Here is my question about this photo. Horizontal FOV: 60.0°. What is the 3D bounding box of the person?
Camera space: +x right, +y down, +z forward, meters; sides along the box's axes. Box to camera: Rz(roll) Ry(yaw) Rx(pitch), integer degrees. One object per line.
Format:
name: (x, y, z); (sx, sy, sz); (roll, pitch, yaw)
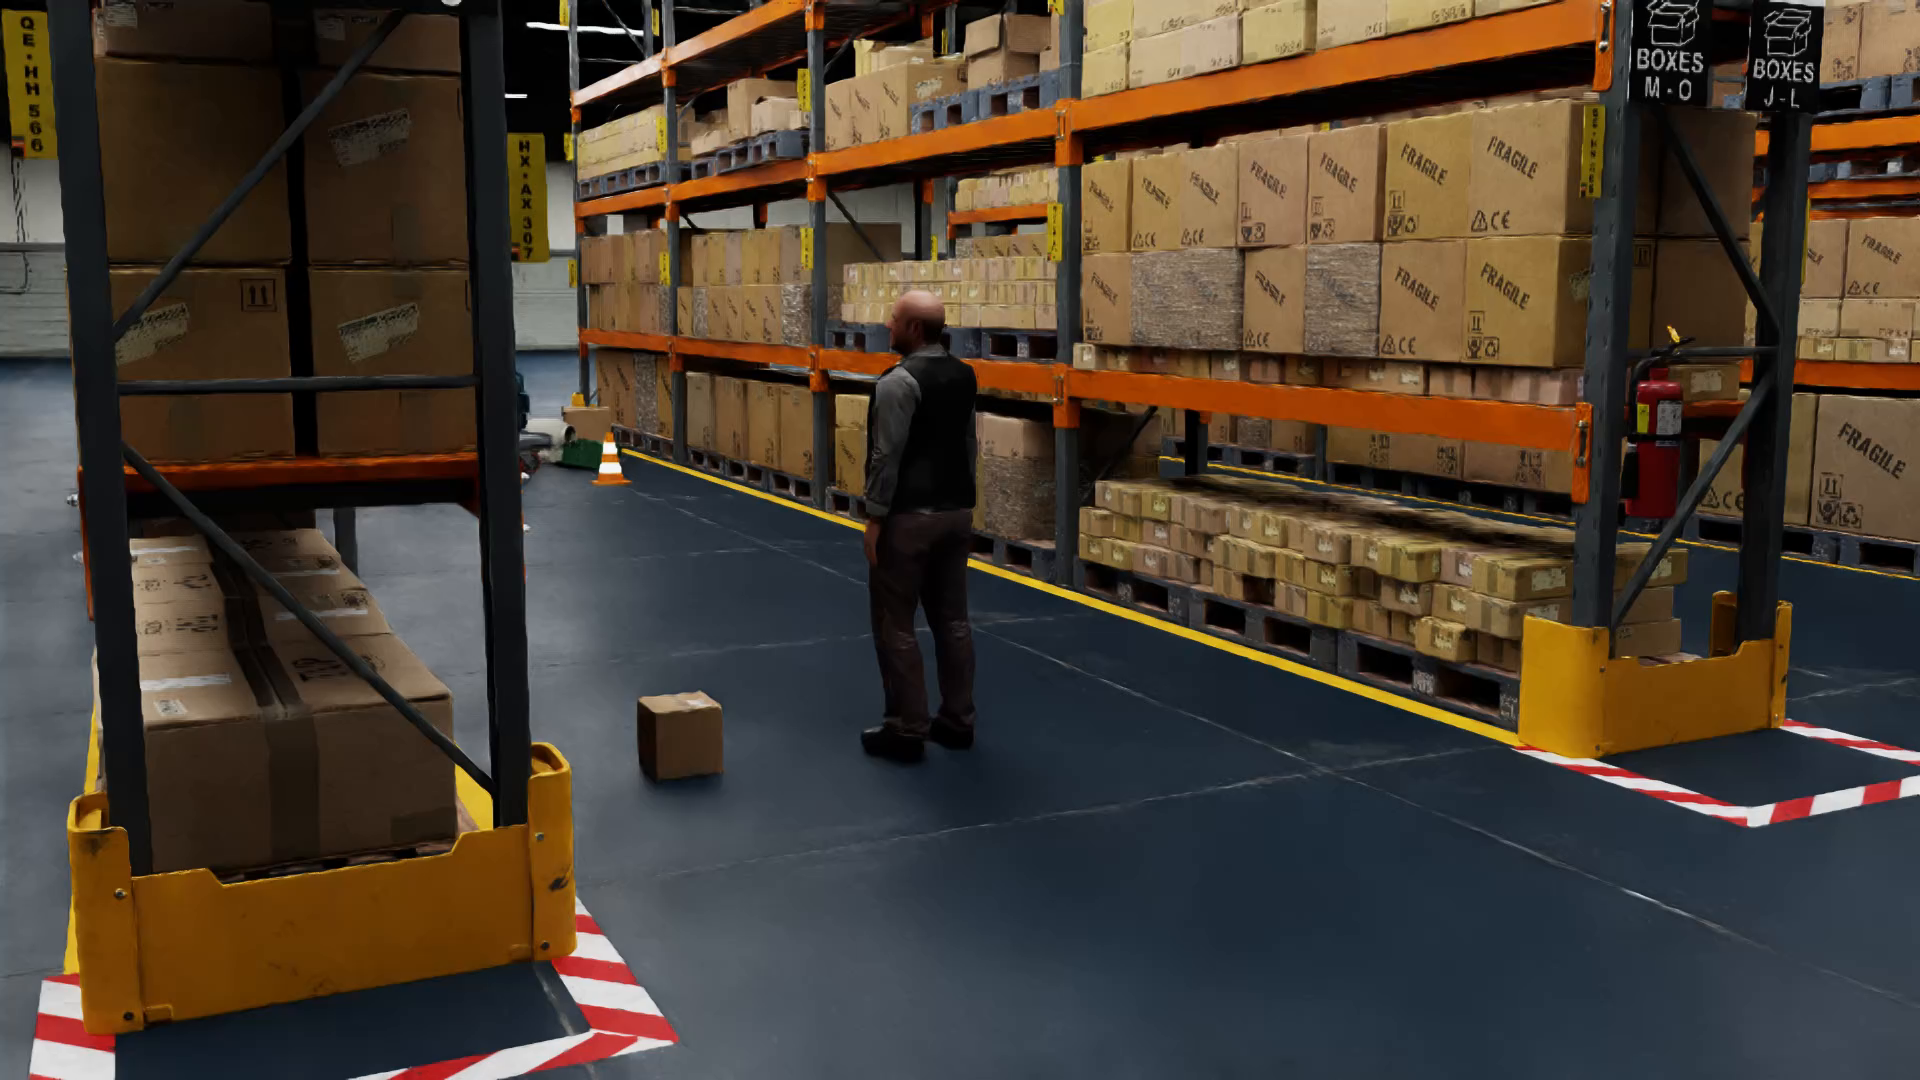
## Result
person: (-0.152, -0.069, 6.257); (0.375, 1.724, 0.543); (7, 11, 40)
